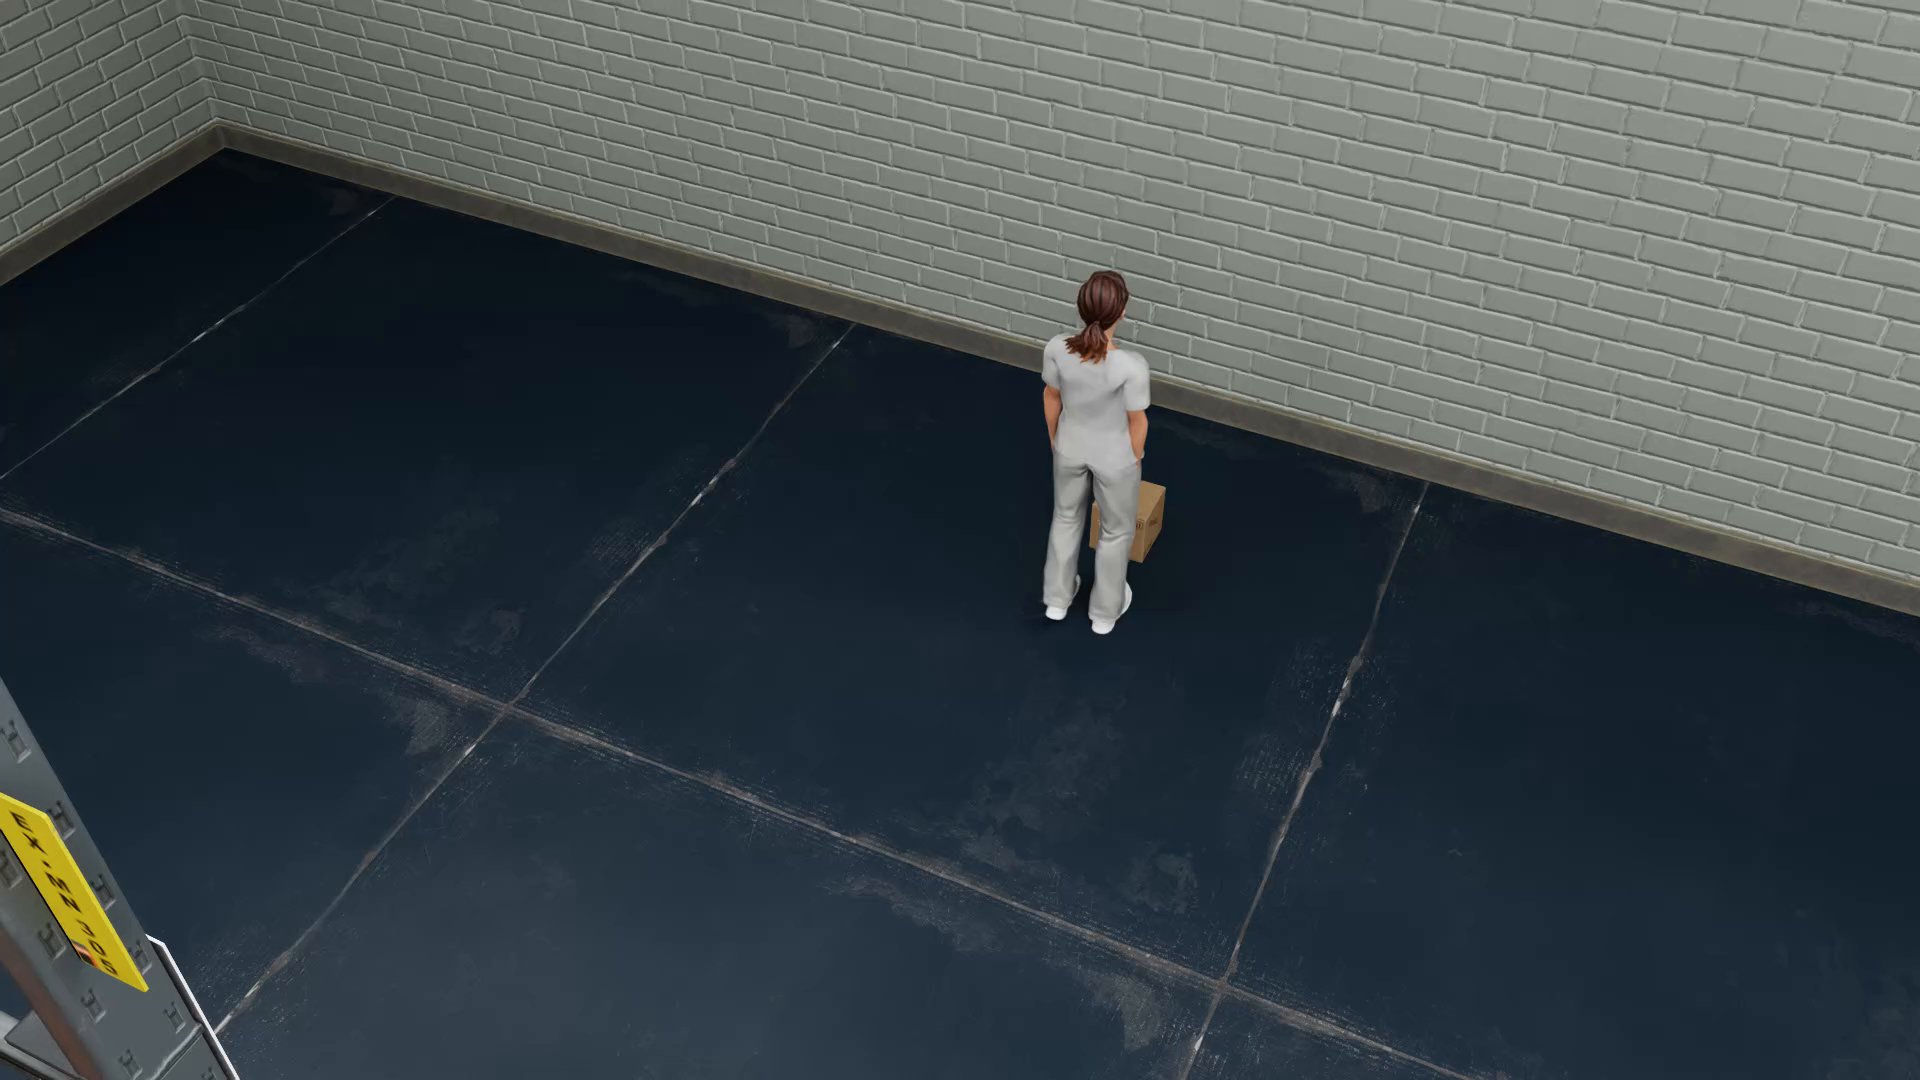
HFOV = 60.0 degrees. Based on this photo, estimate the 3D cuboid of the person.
[{"bbox_3d":[0.524,-0.331,6.542,0.438,1.683,0.348,18,45,19],"label":"person"}]
